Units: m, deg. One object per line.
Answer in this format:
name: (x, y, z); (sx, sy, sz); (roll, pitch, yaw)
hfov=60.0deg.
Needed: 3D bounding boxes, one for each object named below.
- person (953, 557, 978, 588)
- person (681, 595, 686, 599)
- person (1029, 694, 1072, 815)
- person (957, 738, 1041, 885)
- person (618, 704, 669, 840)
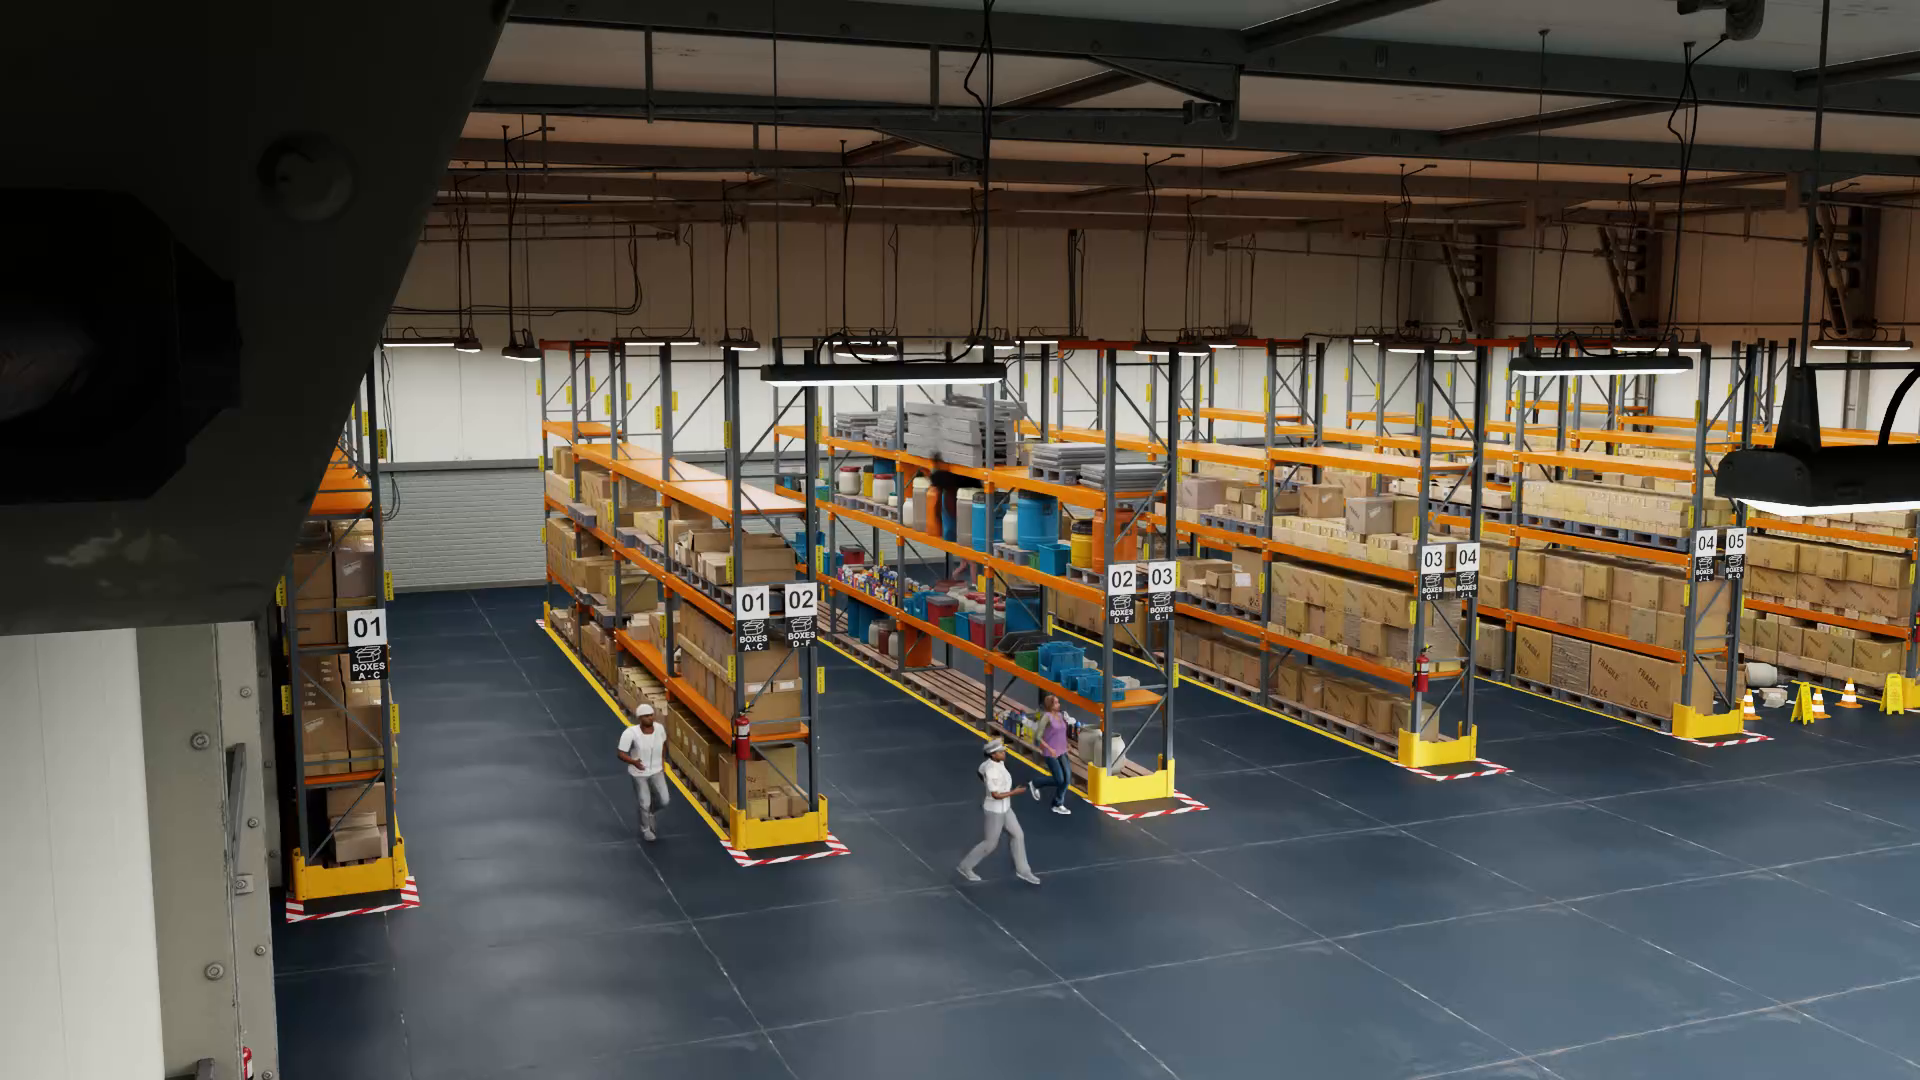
person: (0.144, 0.321, 39.871); (0.880, 1.697, 0.555); (1, 7, 5)
person: (-5.355, 1.172, 33.091); (0.629, 1.795, 1.122); (-4, 8, -26)
person: (1.204, 2.768, 21.584); (0.597, 1.545, 0.521); (6, 10, 40)
person: (0.444, 3.064, 18.784); (0.935, 1.692, 0.584); (2, 8, 12)
person: (-3.818, 2.847, 20.347); (0.698, 1.719, 0.575); (-5, 9, -35)
